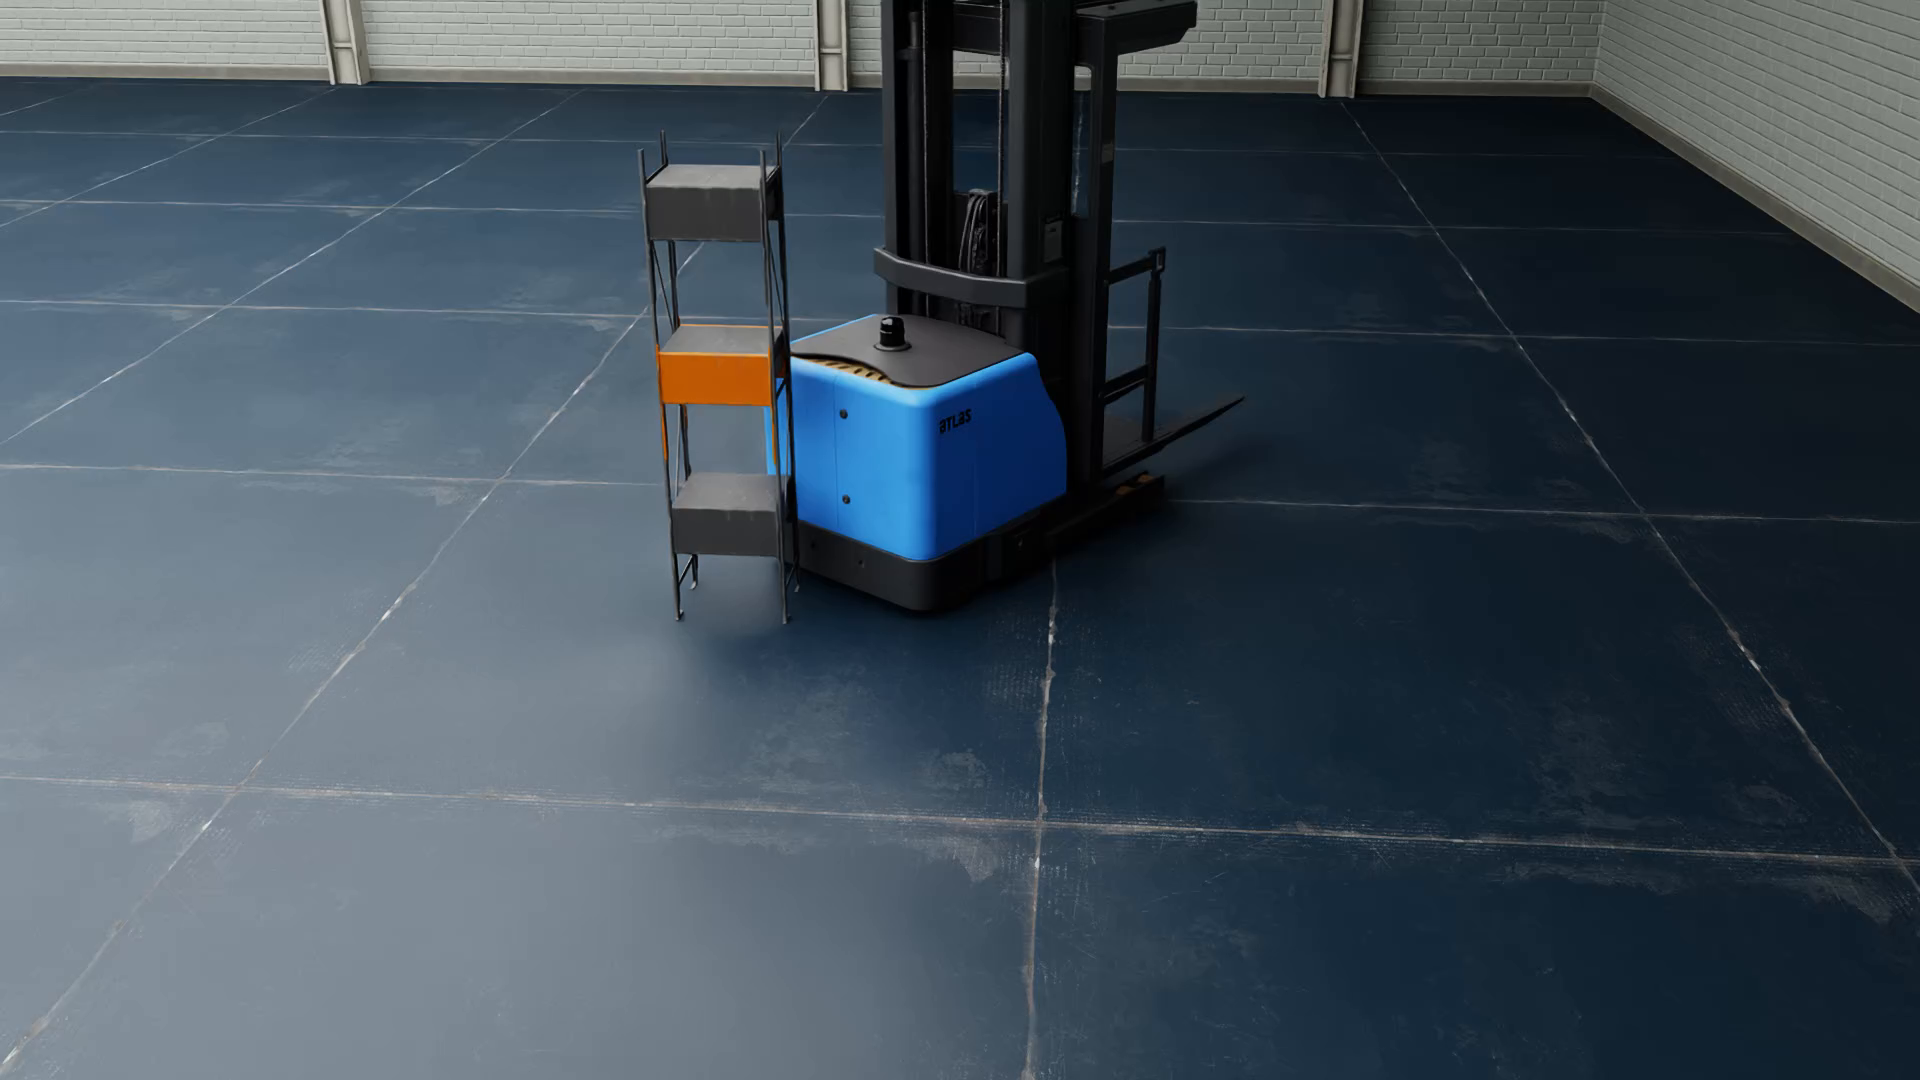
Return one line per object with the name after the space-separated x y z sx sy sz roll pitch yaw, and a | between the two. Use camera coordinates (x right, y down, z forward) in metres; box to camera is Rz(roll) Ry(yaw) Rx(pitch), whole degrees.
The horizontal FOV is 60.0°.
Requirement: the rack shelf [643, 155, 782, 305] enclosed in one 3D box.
-1.010 -1.288 6.895 0.480 0.518 0.431 2 25 4 | rack shelf

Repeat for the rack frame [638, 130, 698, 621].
-1.254 -0.672 7.199 0.015 2.100 0.400 2 25 4 | rack frame

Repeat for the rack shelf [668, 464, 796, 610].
-1.010 -0.016 7.481 0.480 0.518 0.431 2 25 4 | rack shelf

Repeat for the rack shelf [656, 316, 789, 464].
-1.010 -0.652 7.188 0.480 0.518 0.431 2 25 4 | rack shelf

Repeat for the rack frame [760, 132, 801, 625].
-0.767 -0.657 7.166 0.015 2.100 0.400 2 25 4 | rack frame

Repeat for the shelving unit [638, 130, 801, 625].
-1.010 -0.665 7.182 0.503 2.100 0.431 2 25 4 | shelving unit

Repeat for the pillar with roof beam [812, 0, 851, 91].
-1.861 -7.750 14.327 0.400 9.000 9.100 2 25 4 | pillar with roof beam

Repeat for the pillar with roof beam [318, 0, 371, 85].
-7.843 -7.942 14.744 0.400 9.000 9.100 2 25 4 | pillar with roof beam

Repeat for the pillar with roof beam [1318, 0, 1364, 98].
4.122 -7.558 13.909 0.400 9.000 9.100 2 25 4 | pillar with roof beam

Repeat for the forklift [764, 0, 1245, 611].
0.409 -1.560 8.134 1.130 2.935 3.031 19 31 35 | forklift
